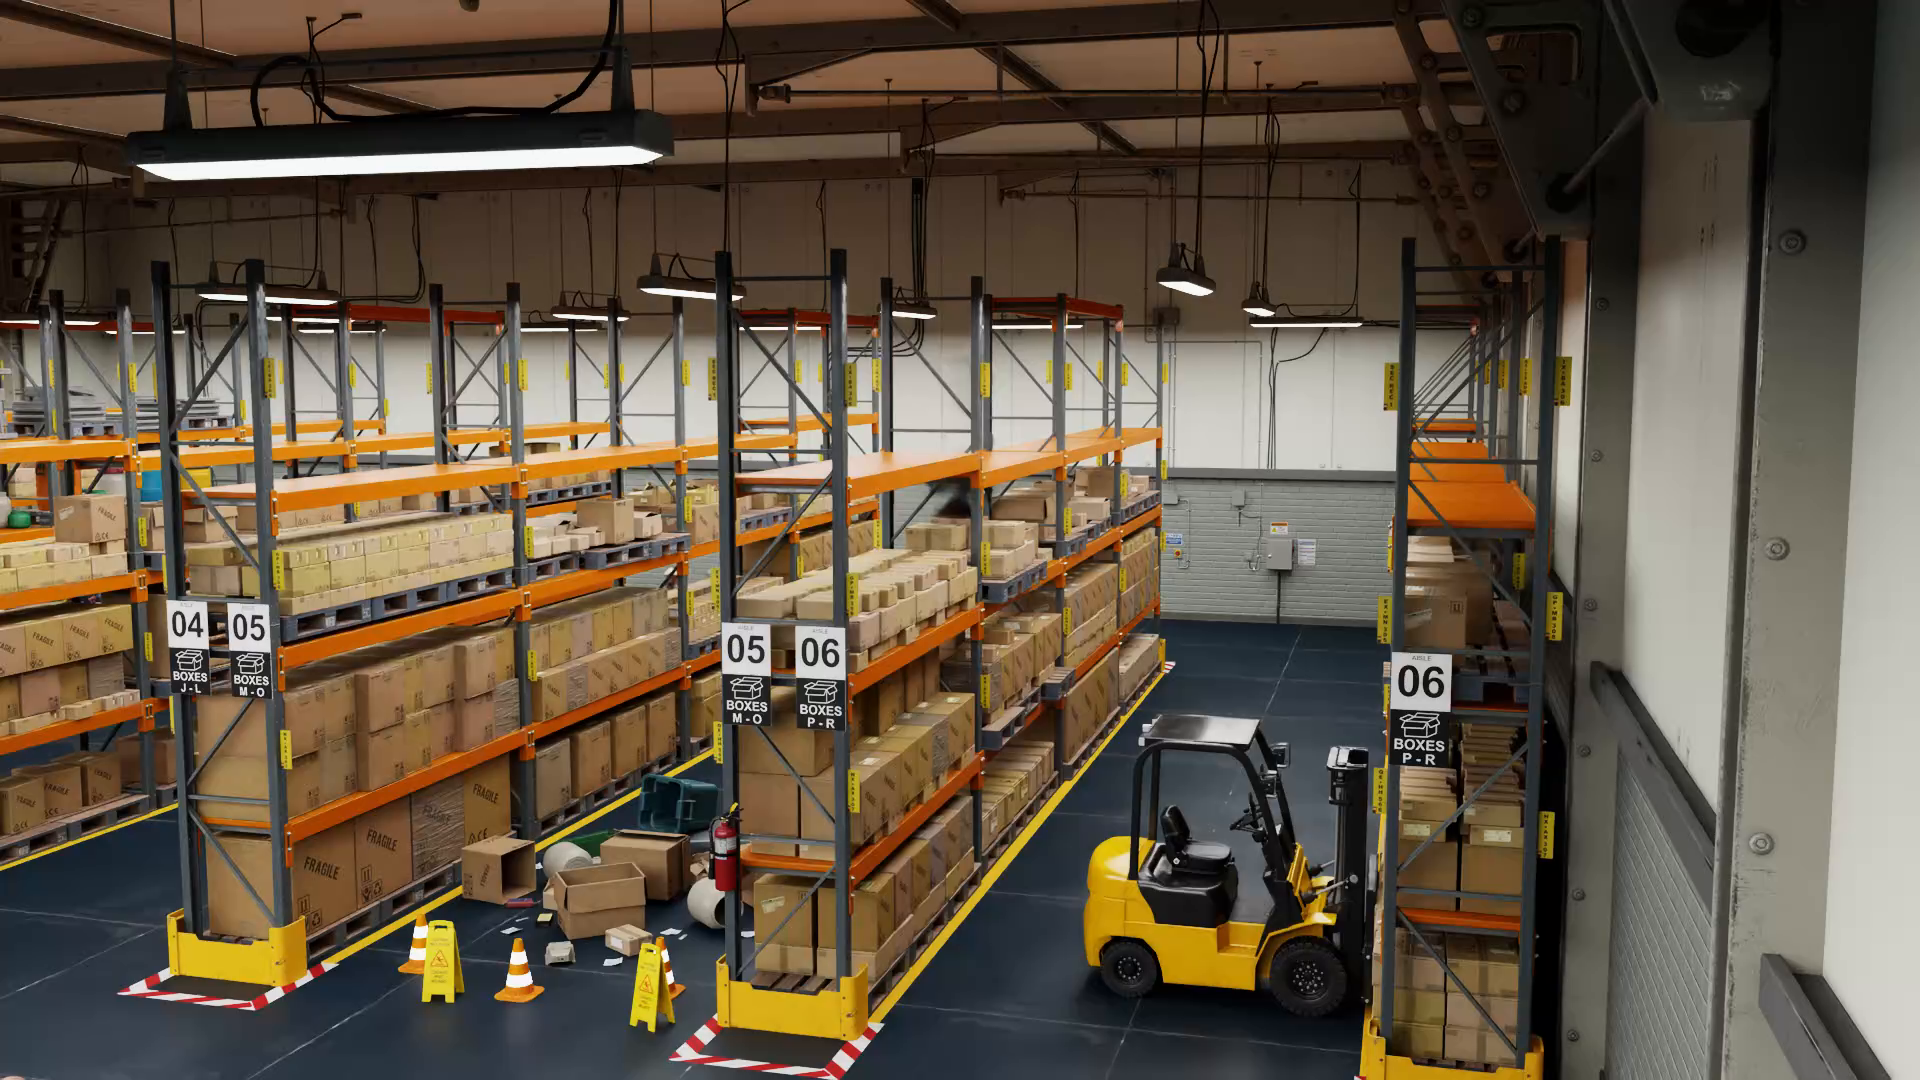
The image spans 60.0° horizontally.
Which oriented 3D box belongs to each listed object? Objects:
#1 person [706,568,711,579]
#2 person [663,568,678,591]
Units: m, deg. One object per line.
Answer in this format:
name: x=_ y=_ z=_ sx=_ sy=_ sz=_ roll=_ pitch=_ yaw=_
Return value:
person: x=-4.161 y=1.326 z=27.956 sx=0.667 sy=1.741 sz=0.742 roll=2 pitch=6 yaw=20
person: x=-4.776 y=1.367 z=27.527 sx=0.641 sy=1.820 sz=0.740 roll=1 pitch=6 yaw=10
